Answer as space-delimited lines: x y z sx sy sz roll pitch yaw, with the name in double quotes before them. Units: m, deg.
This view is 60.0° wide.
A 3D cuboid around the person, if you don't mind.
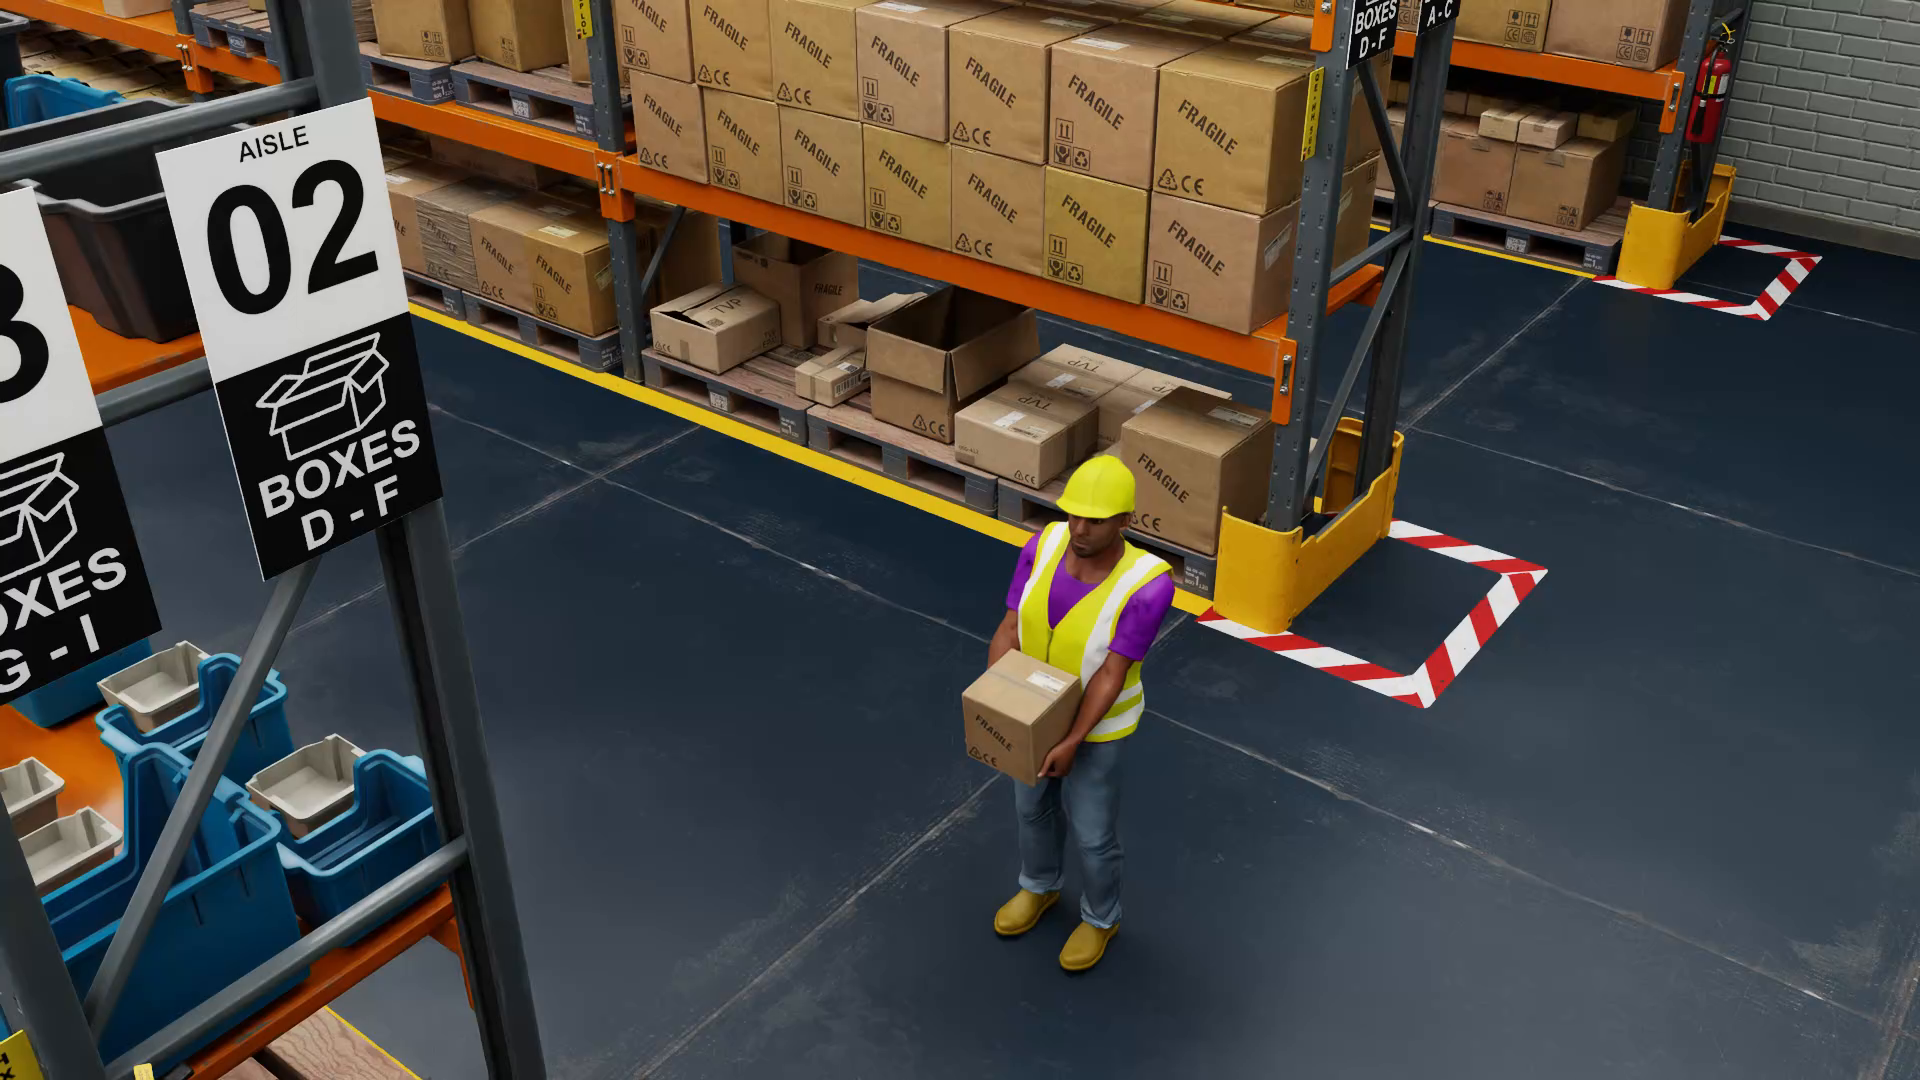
"person" -6.364 -1.331 8.354 15.637 1.761 2.928 22 37 32
